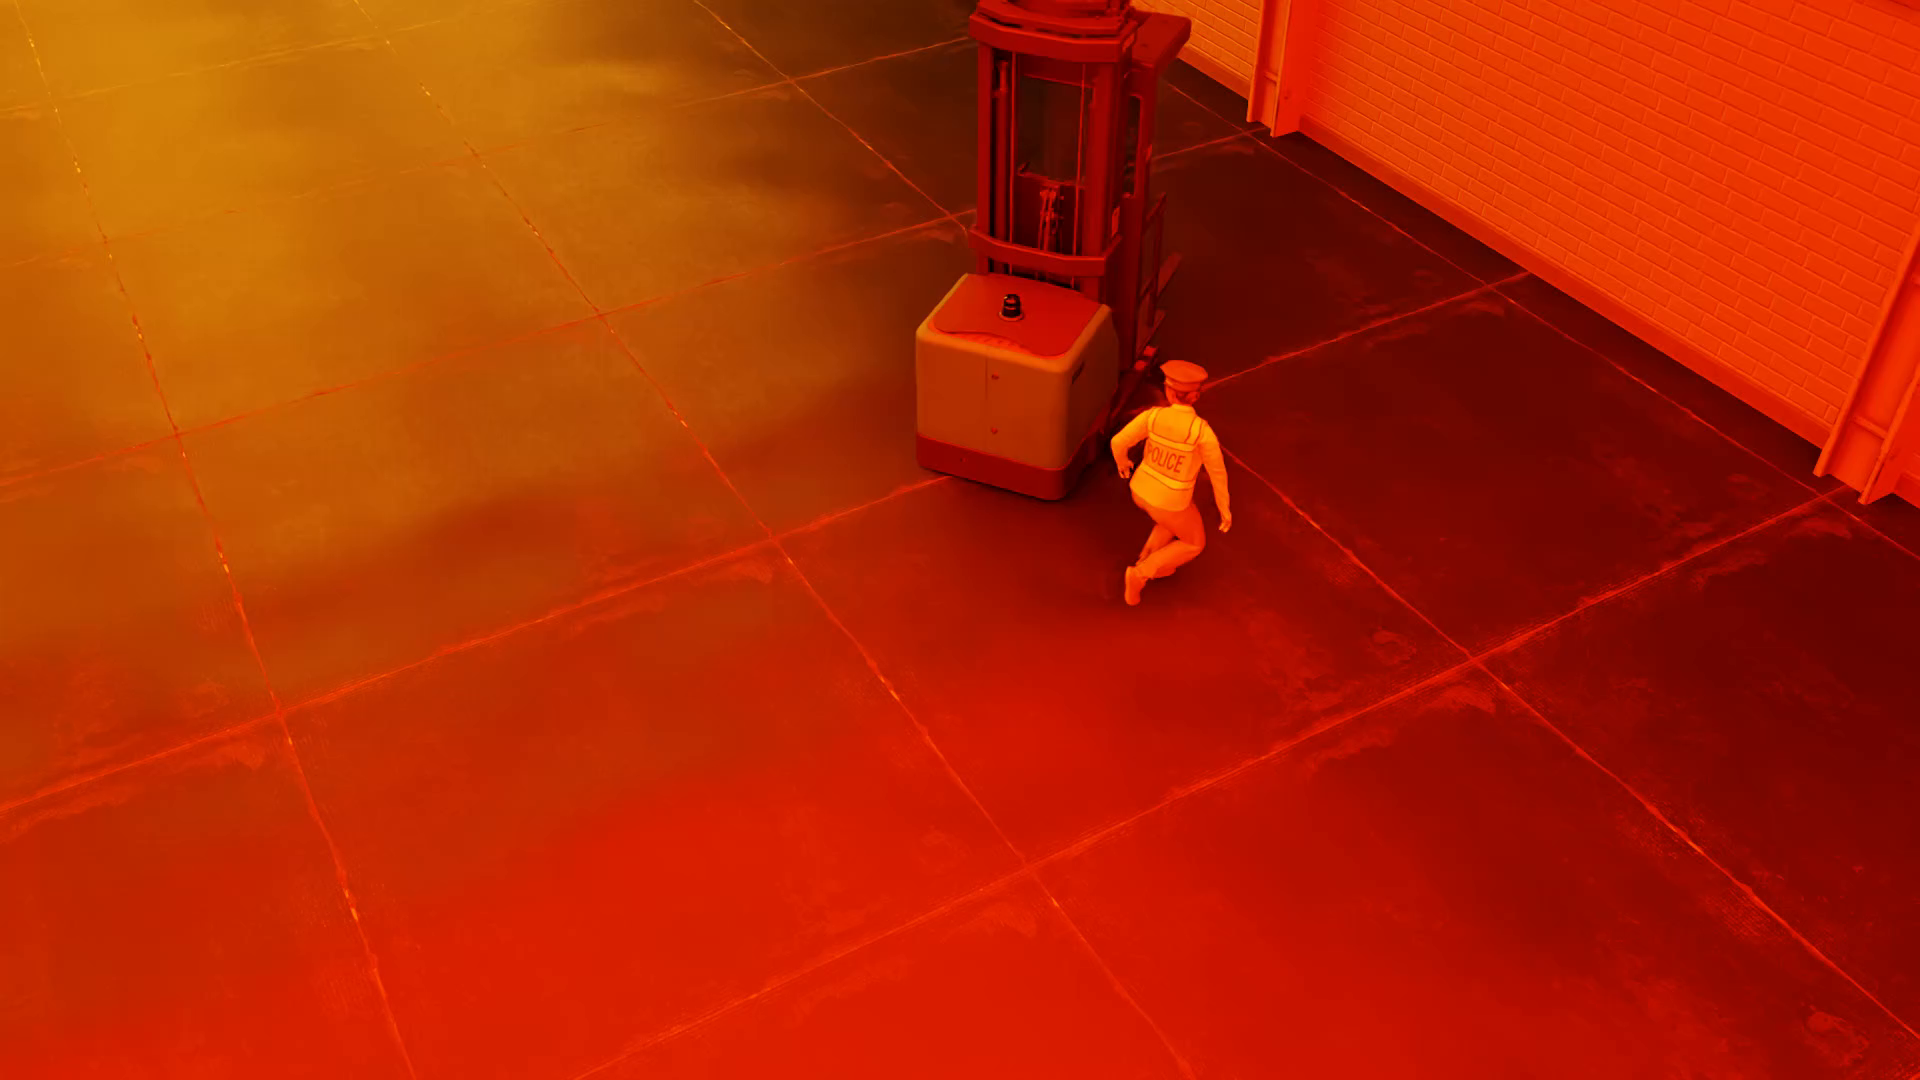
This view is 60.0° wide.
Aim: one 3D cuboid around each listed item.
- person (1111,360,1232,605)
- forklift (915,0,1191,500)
[{"bbox_3d":[1.166,-0.292,9.561,0.609,1.465,0.757,-29,48,-30],"label":"person"},{"bbox_3d":[0.769,-2.320,10.834,1.130,2.935,3.031,16,42,18],"label":"forklift"}]
